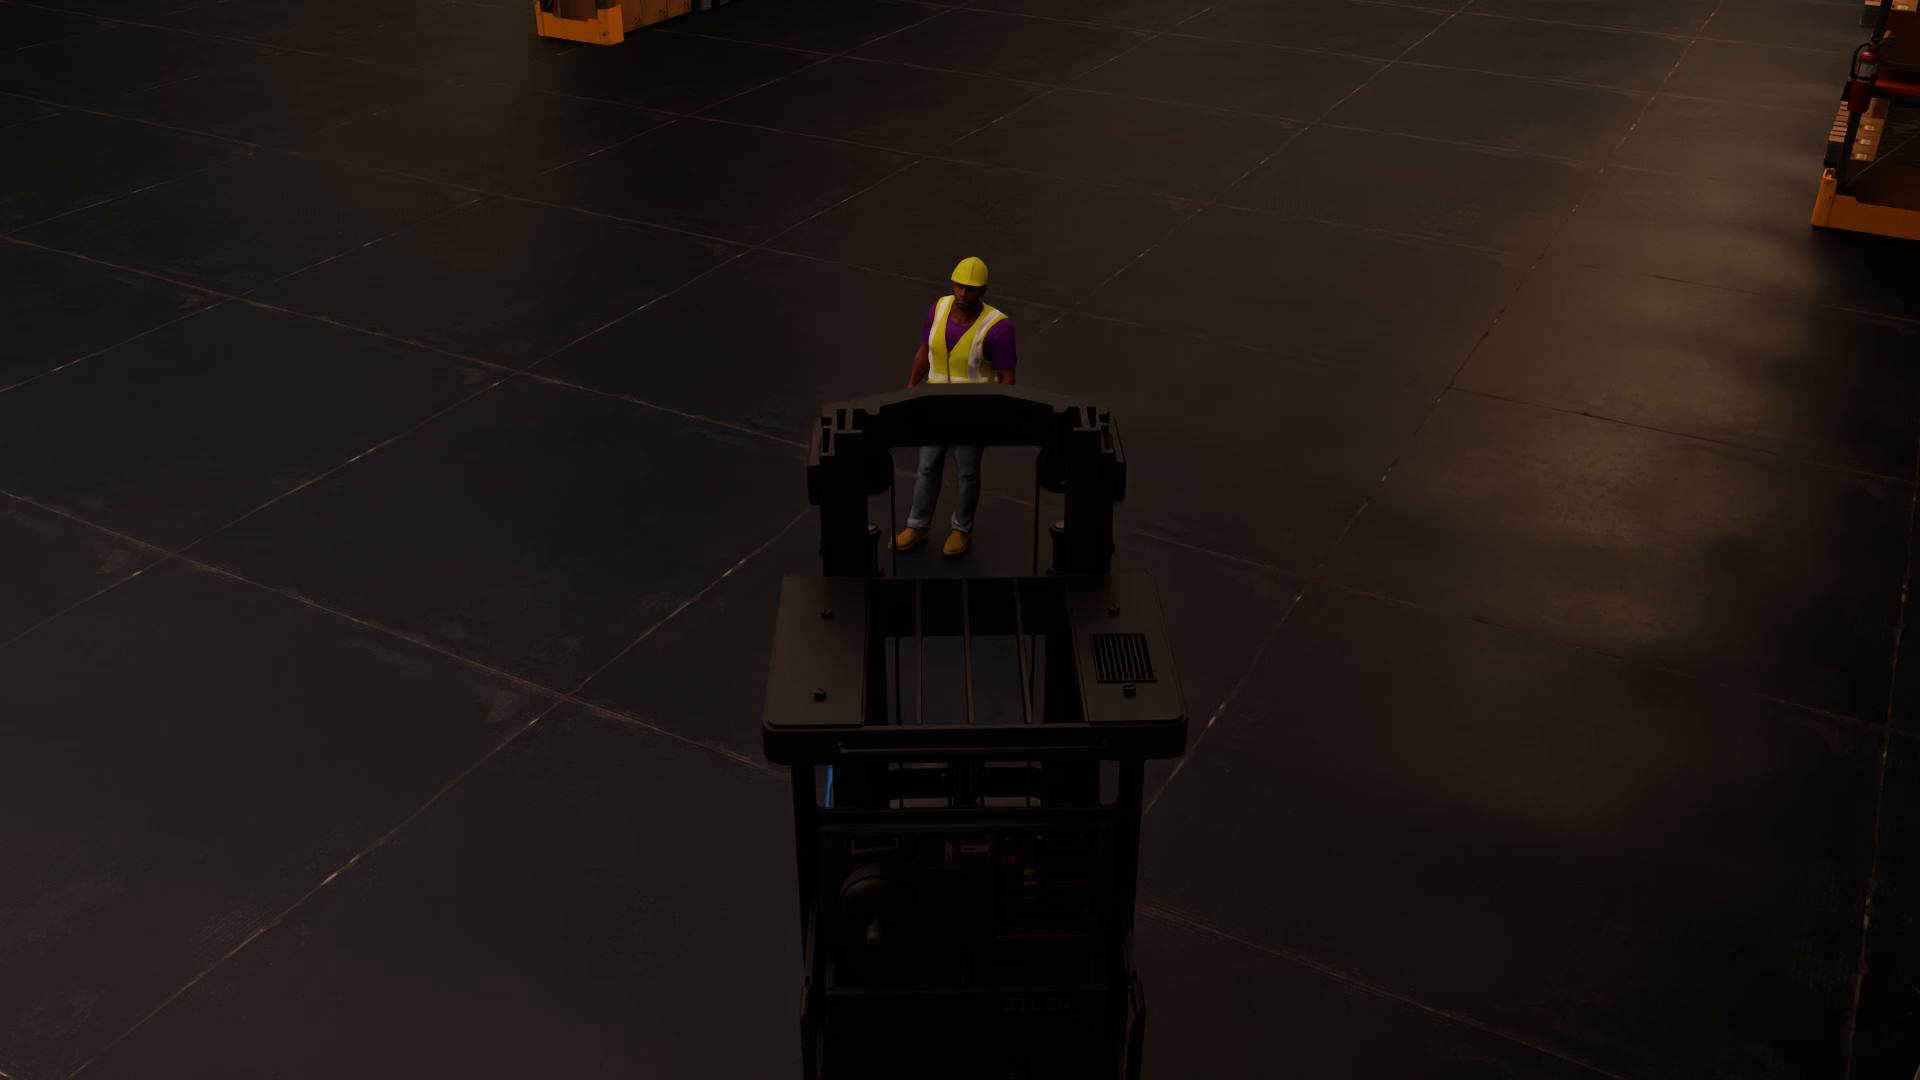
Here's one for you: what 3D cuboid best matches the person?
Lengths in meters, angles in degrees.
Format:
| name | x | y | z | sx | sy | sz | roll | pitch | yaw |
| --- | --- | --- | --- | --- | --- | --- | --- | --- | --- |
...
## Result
| name | x | y | z | sx | sy | sz | roll | pitch | yaw |
| --- | --- | --- | --- | --- | --- | --- | --- | --- | --- |
| person | -0.039 | -0.742 | 9.507 | 0.665 | 1.768 | 0.575 | 15 | 33 | 25 |

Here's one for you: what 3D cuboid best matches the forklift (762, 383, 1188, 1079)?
| name | x | y | z | sx | sy | sz | roll | pitch | yaw |
| --- | --- | --- | --- | --- | --- | --- | --- | --- | --- |
| forklift | 0.030 | 1.133 | 5.107 | 1.130 | 2.935 | 3.031 | -1 | 30 | -1 |
